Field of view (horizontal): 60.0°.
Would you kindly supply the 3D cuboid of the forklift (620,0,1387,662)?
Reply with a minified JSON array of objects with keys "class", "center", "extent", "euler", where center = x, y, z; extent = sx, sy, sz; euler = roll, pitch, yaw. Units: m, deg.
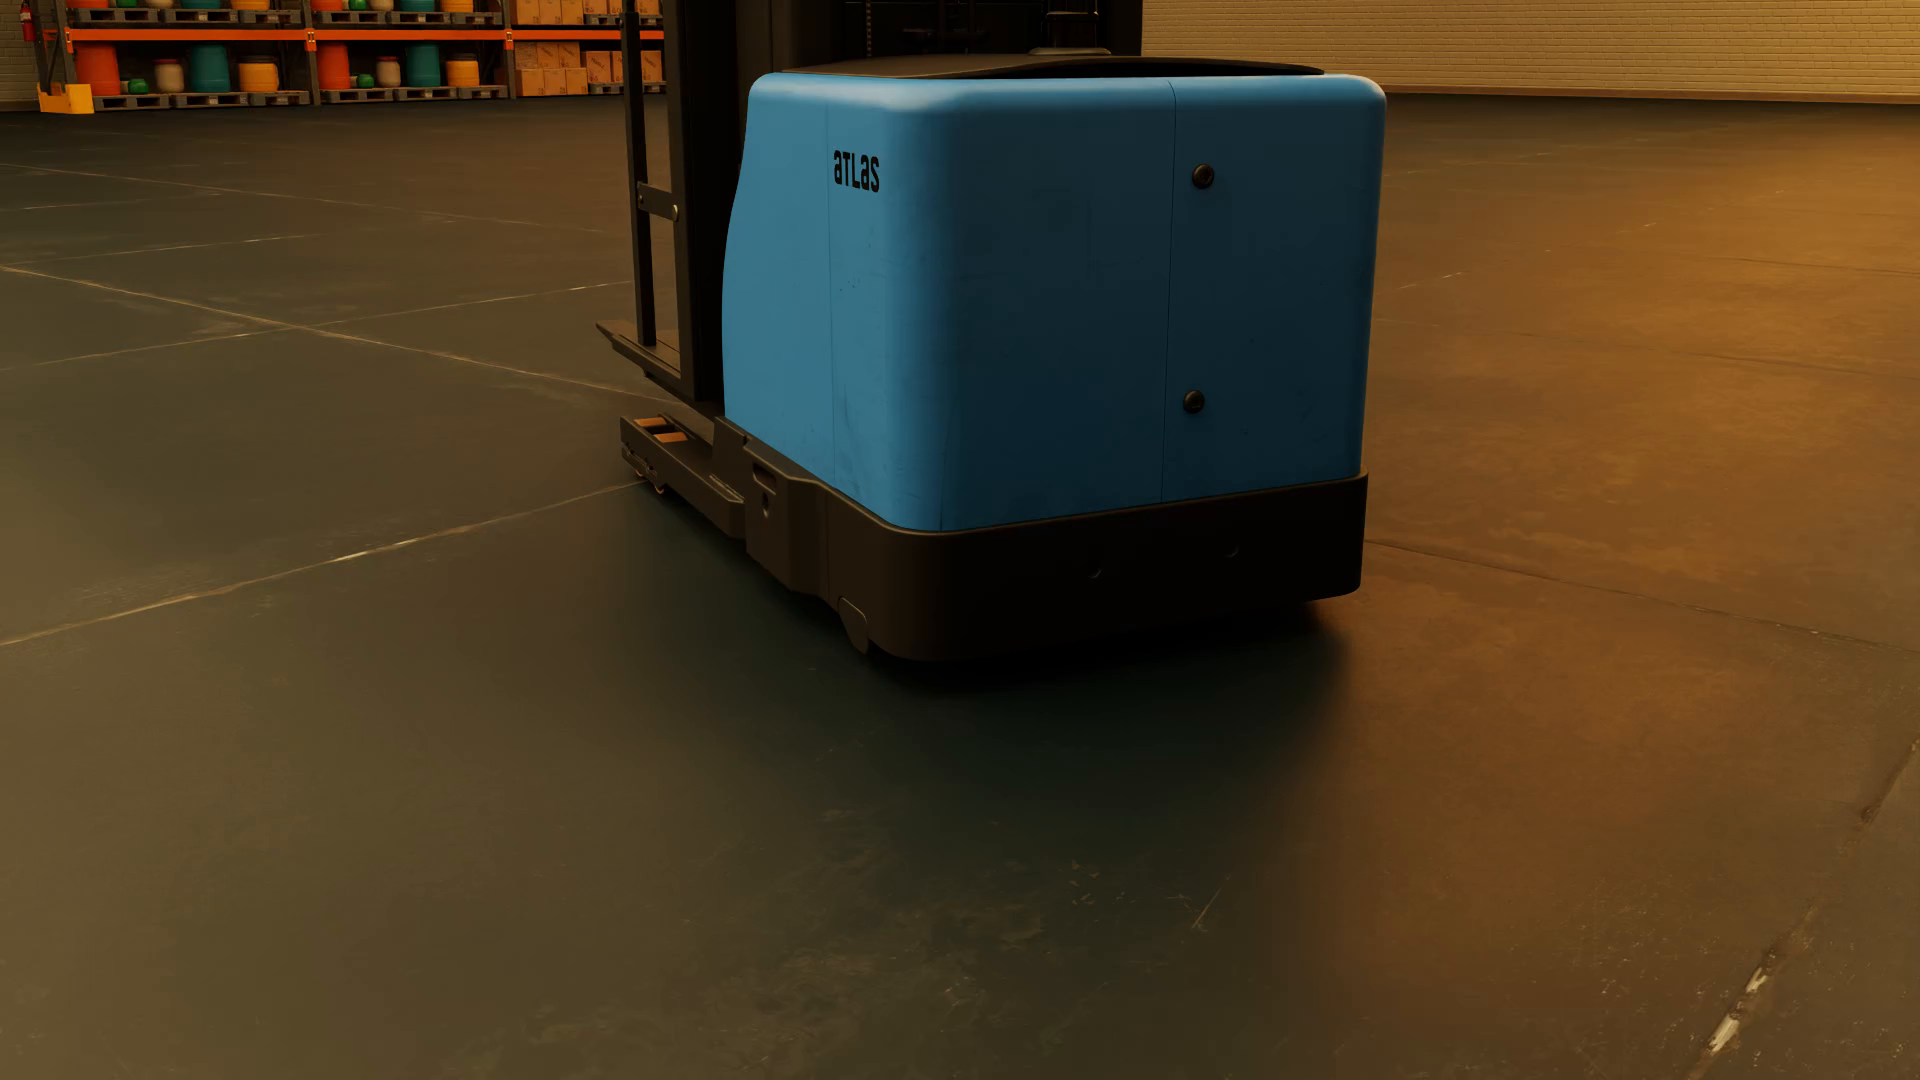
[{"class":"forklift","center":[-0.034,-1.393,3.593],"extent":[1.129,2.867,1.939],"euler":[-8,19,-24]}]
